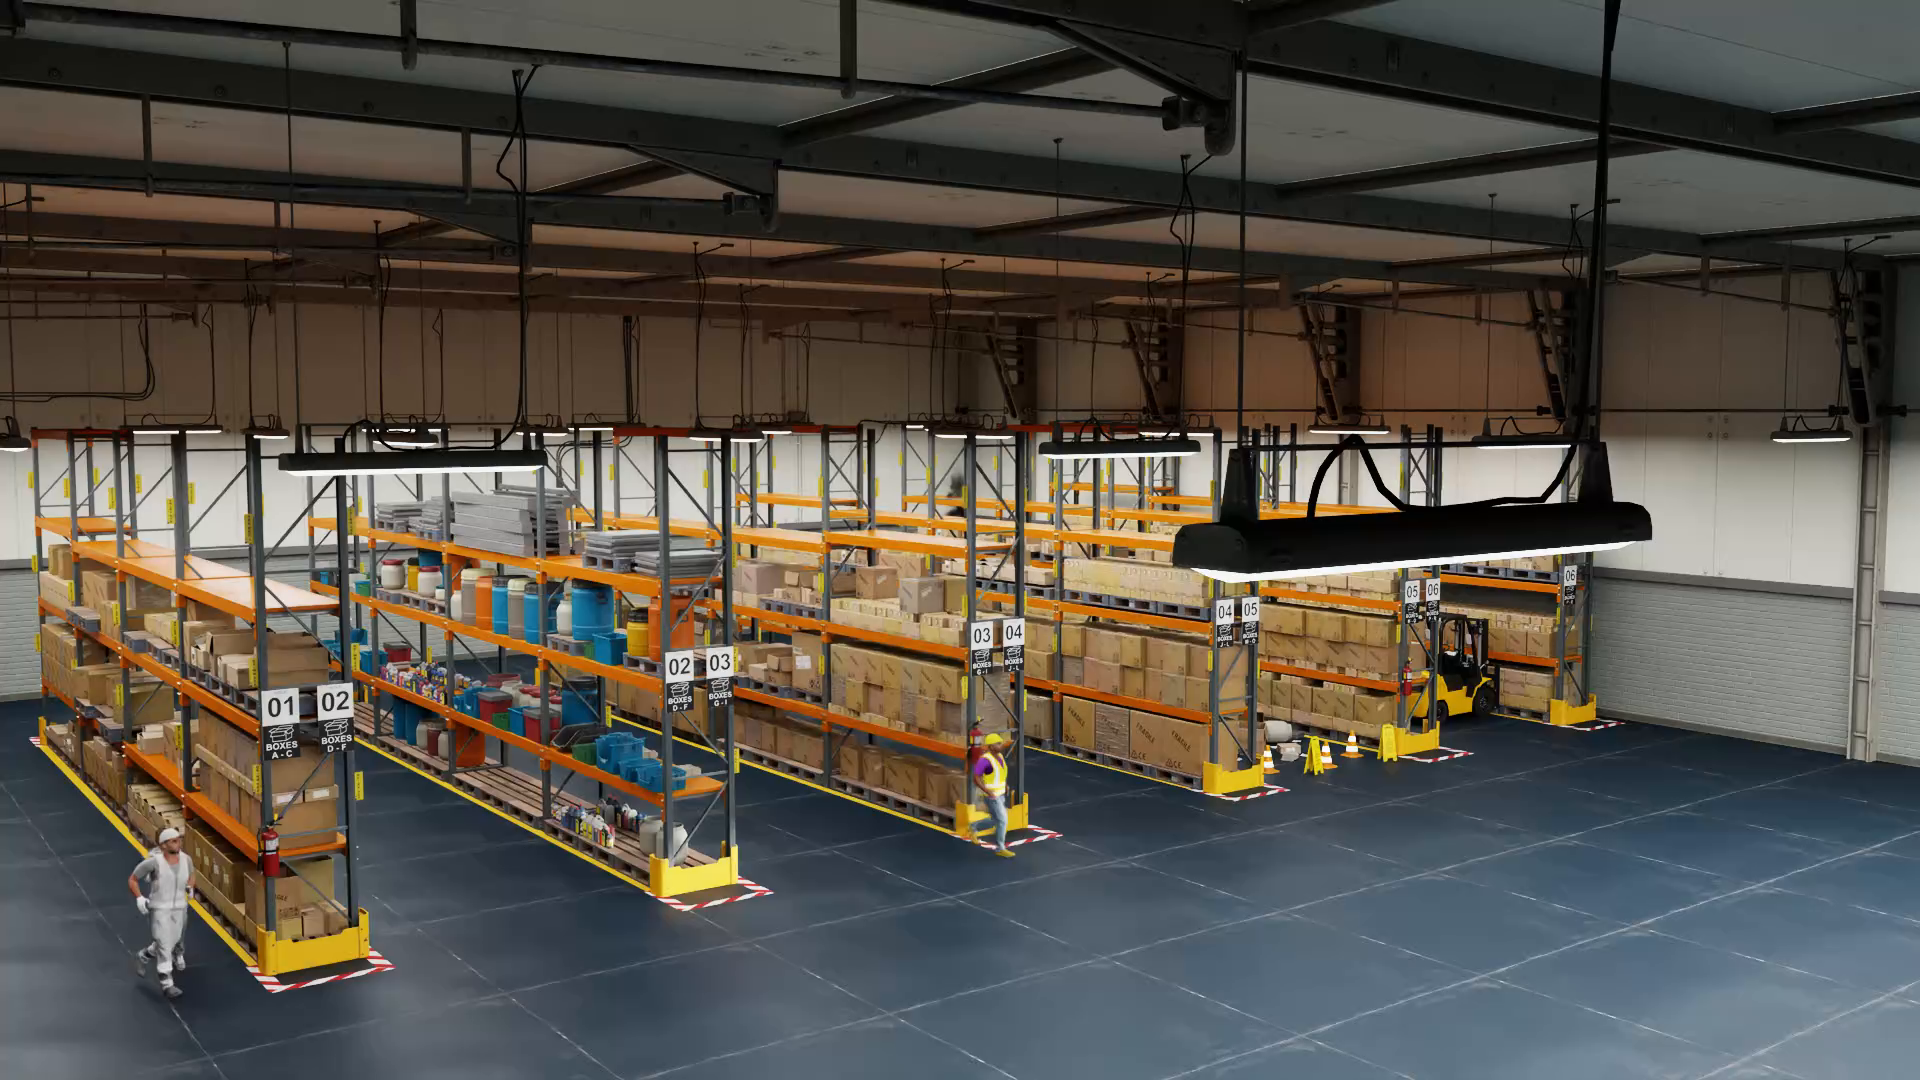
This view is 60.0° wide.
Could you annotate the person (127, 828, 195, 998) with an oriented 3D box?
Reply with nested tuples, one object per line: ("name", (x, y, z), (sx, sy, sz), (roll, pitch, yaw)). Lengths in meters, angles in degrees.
("person", (-8.642, 4.018, 18.128), (0.951, 1.756, 0.702), (3, 5, 33))

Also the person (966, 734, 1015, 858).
("person", (0.423, 3.609, 23.649), (0.803, 1.741, 0.711), (2, 5, 24))

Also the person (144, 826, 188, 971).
("person", (-8.971, 4.052, 18.837), (0.514, 1.639, 0.666), (-4, 6, -42))
